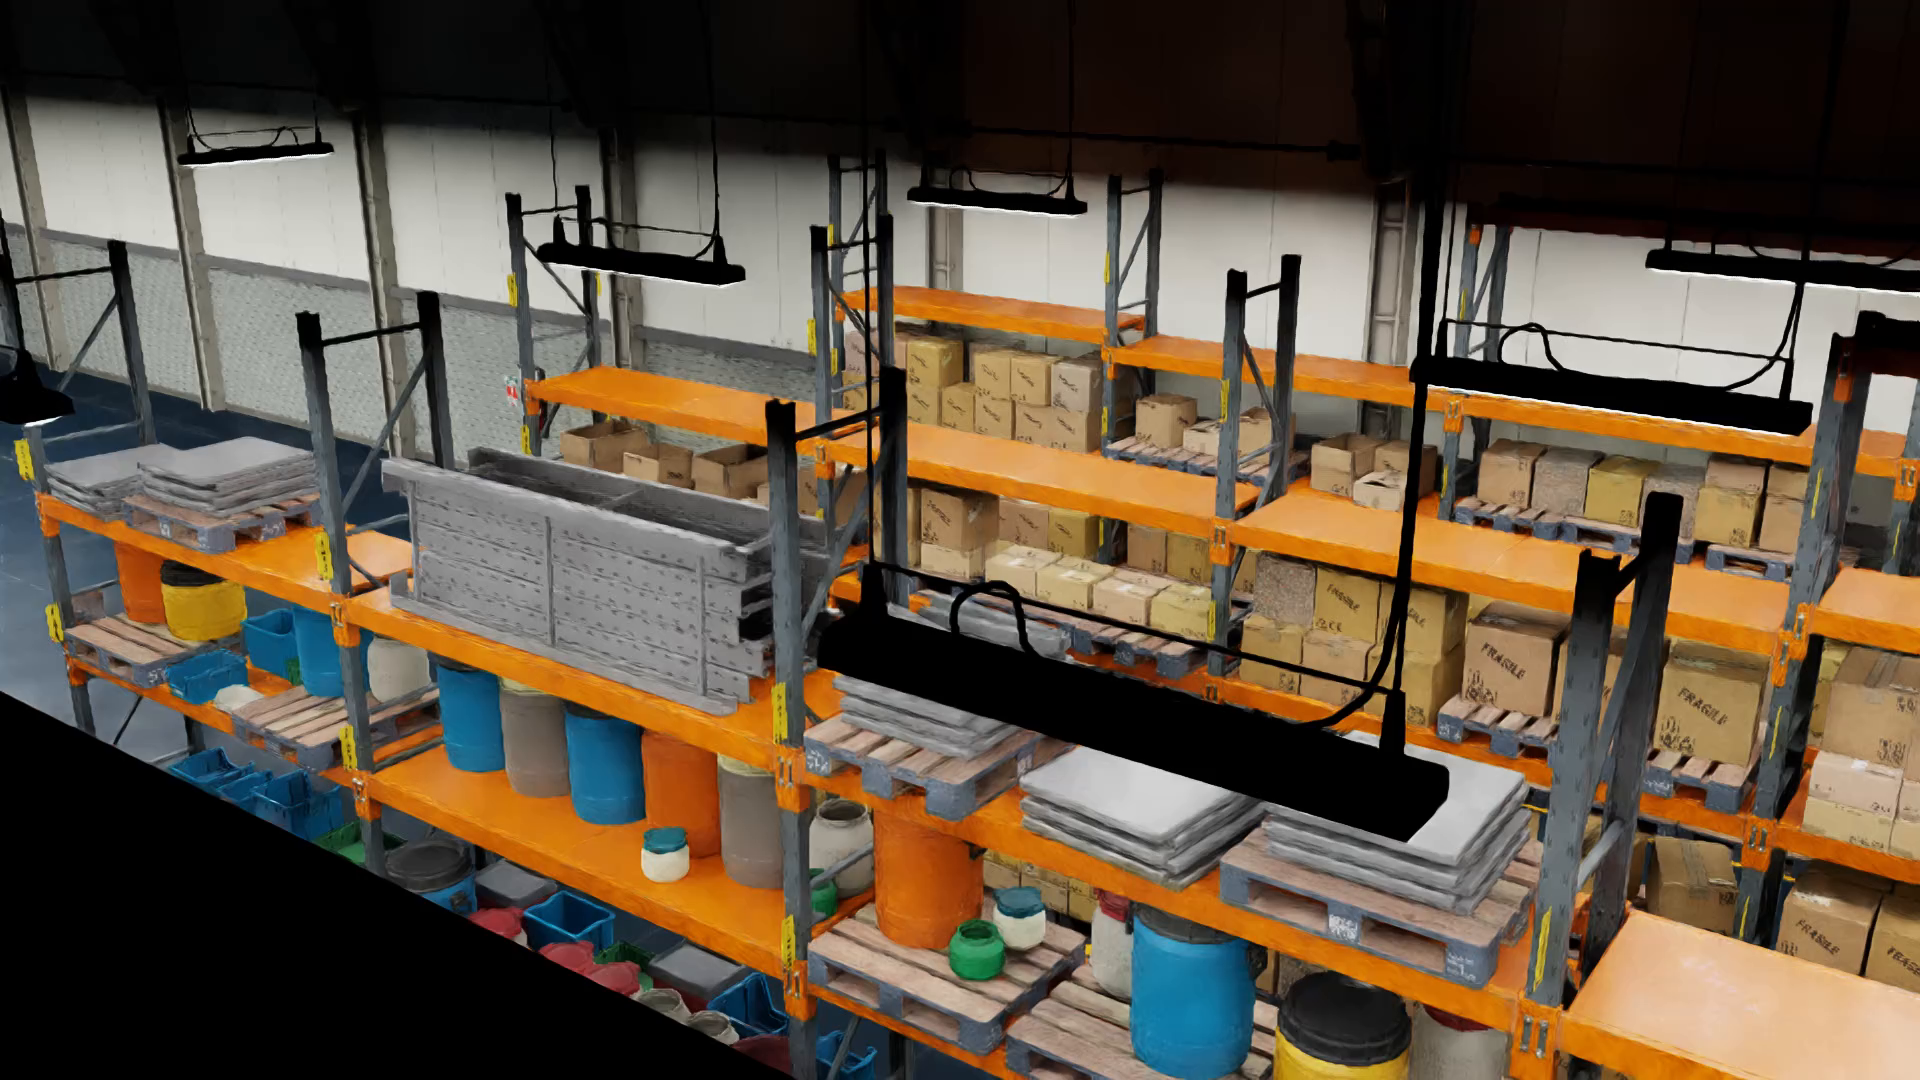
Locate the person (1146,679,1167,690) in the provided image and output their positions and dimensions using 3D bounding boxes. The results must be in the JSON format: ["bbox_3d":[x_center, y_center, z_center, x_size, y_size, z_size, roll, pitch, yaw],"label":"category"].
[{"bbox_3d":[1.923,2.063,16.397,0.465,1.599,0.401,1,19,4],"label":"person"}]
